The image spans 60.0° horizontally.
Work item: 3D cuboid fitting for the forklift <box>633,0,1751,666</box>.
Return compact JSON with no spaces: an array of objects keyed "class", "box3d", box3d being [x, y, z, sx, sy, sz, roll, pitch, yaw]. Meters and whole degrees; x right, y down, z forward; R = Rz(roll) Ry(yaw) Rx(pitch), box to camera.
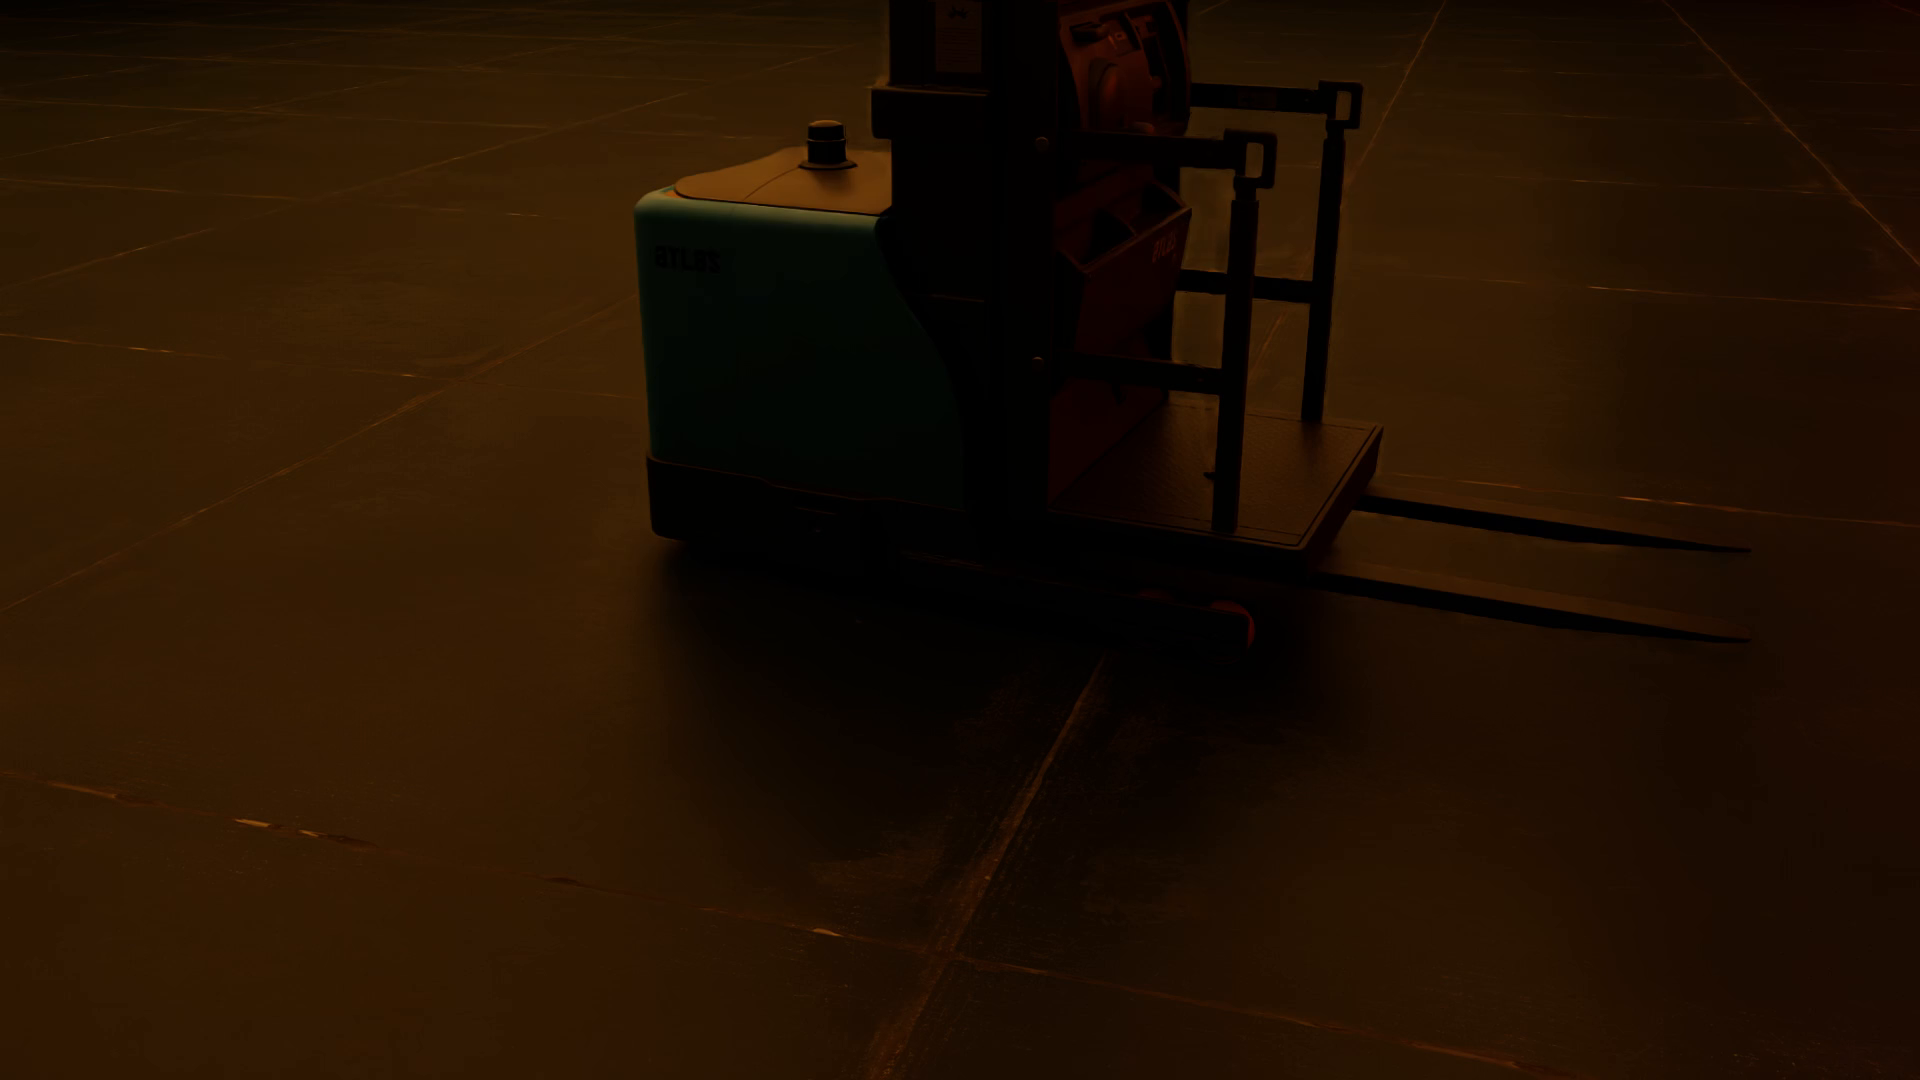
[{"class":"forklift","box3d":[0.629,-1.259,4.329,3.031,2.935,1.130,10,24,22]}]
